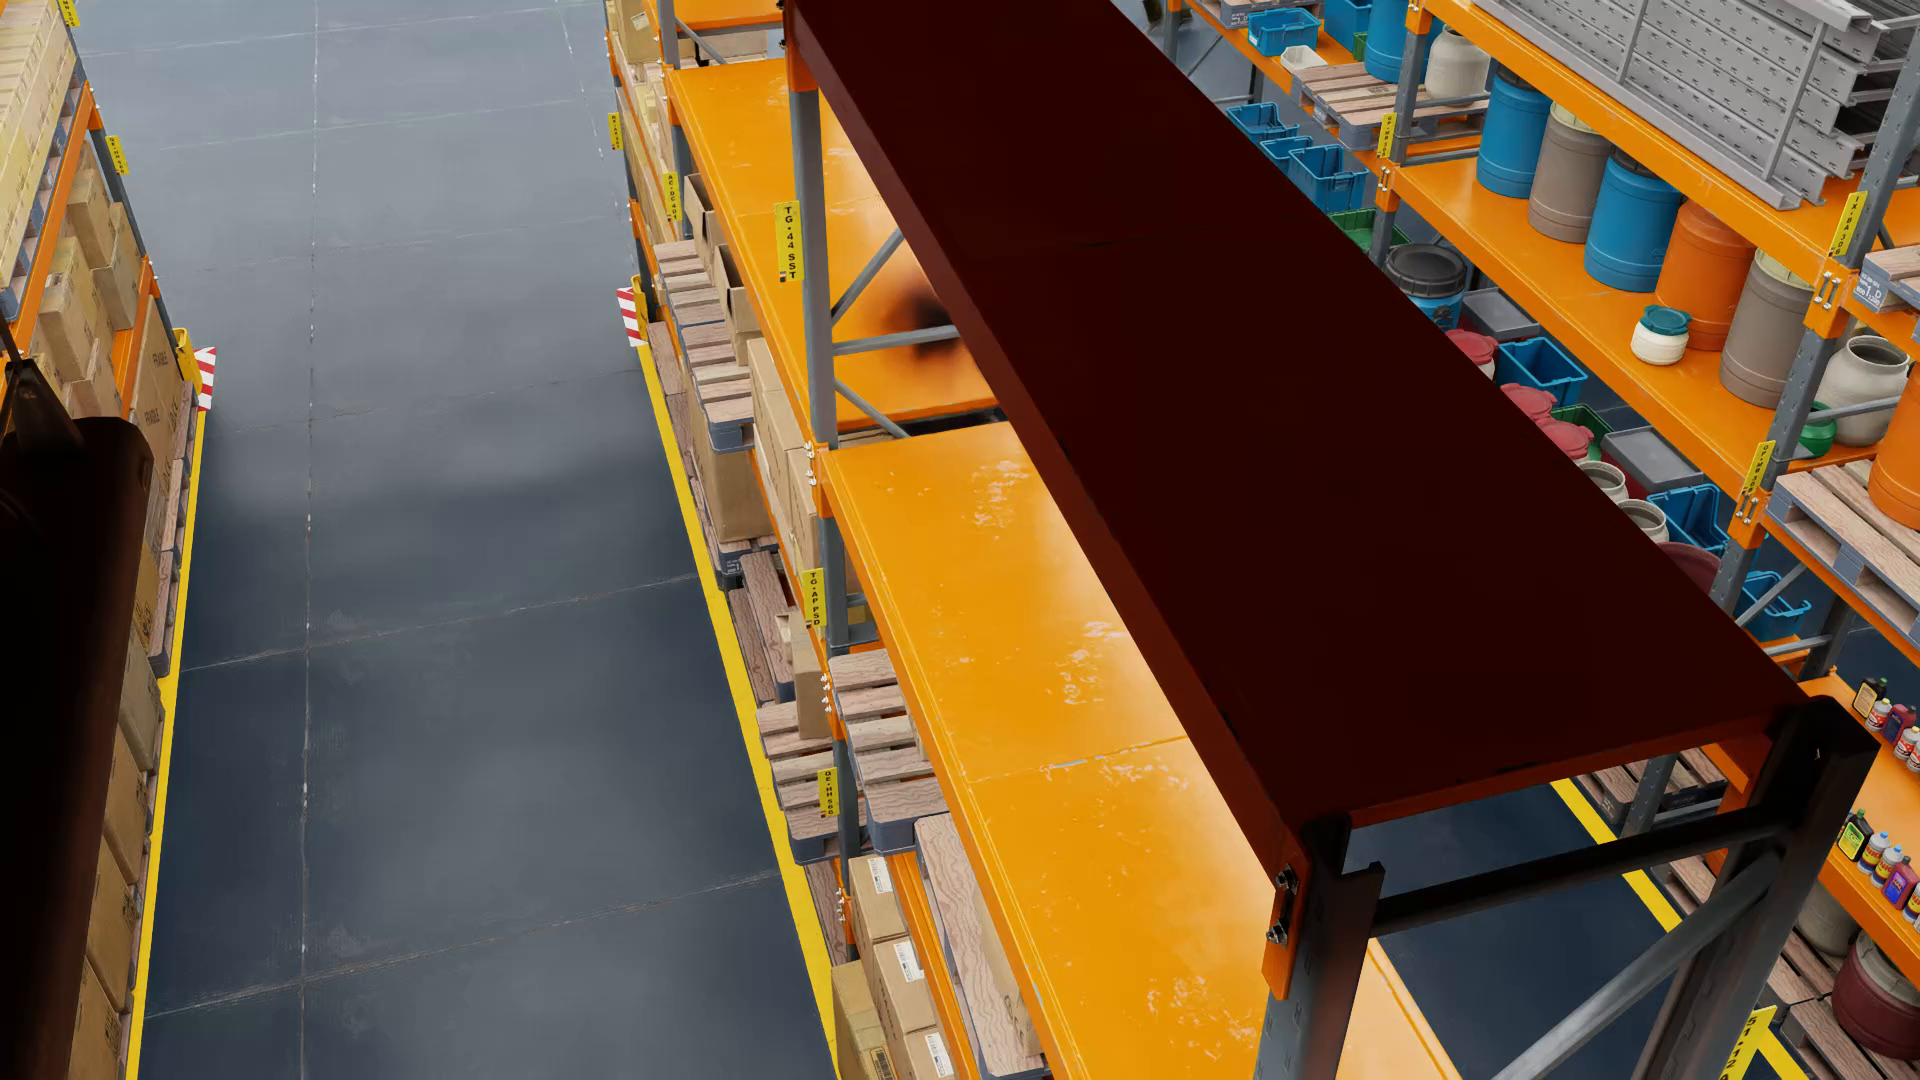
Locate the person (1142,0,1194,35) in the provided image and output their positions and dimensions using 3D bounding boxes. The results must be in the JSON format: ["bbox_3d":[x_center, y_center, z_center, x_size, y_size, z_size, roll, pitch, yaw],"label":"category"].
[{"bbox_3d":[2.526,-7.096,20.365,0.811,1.834,0.672,4,39,6],"label":"person"}]
